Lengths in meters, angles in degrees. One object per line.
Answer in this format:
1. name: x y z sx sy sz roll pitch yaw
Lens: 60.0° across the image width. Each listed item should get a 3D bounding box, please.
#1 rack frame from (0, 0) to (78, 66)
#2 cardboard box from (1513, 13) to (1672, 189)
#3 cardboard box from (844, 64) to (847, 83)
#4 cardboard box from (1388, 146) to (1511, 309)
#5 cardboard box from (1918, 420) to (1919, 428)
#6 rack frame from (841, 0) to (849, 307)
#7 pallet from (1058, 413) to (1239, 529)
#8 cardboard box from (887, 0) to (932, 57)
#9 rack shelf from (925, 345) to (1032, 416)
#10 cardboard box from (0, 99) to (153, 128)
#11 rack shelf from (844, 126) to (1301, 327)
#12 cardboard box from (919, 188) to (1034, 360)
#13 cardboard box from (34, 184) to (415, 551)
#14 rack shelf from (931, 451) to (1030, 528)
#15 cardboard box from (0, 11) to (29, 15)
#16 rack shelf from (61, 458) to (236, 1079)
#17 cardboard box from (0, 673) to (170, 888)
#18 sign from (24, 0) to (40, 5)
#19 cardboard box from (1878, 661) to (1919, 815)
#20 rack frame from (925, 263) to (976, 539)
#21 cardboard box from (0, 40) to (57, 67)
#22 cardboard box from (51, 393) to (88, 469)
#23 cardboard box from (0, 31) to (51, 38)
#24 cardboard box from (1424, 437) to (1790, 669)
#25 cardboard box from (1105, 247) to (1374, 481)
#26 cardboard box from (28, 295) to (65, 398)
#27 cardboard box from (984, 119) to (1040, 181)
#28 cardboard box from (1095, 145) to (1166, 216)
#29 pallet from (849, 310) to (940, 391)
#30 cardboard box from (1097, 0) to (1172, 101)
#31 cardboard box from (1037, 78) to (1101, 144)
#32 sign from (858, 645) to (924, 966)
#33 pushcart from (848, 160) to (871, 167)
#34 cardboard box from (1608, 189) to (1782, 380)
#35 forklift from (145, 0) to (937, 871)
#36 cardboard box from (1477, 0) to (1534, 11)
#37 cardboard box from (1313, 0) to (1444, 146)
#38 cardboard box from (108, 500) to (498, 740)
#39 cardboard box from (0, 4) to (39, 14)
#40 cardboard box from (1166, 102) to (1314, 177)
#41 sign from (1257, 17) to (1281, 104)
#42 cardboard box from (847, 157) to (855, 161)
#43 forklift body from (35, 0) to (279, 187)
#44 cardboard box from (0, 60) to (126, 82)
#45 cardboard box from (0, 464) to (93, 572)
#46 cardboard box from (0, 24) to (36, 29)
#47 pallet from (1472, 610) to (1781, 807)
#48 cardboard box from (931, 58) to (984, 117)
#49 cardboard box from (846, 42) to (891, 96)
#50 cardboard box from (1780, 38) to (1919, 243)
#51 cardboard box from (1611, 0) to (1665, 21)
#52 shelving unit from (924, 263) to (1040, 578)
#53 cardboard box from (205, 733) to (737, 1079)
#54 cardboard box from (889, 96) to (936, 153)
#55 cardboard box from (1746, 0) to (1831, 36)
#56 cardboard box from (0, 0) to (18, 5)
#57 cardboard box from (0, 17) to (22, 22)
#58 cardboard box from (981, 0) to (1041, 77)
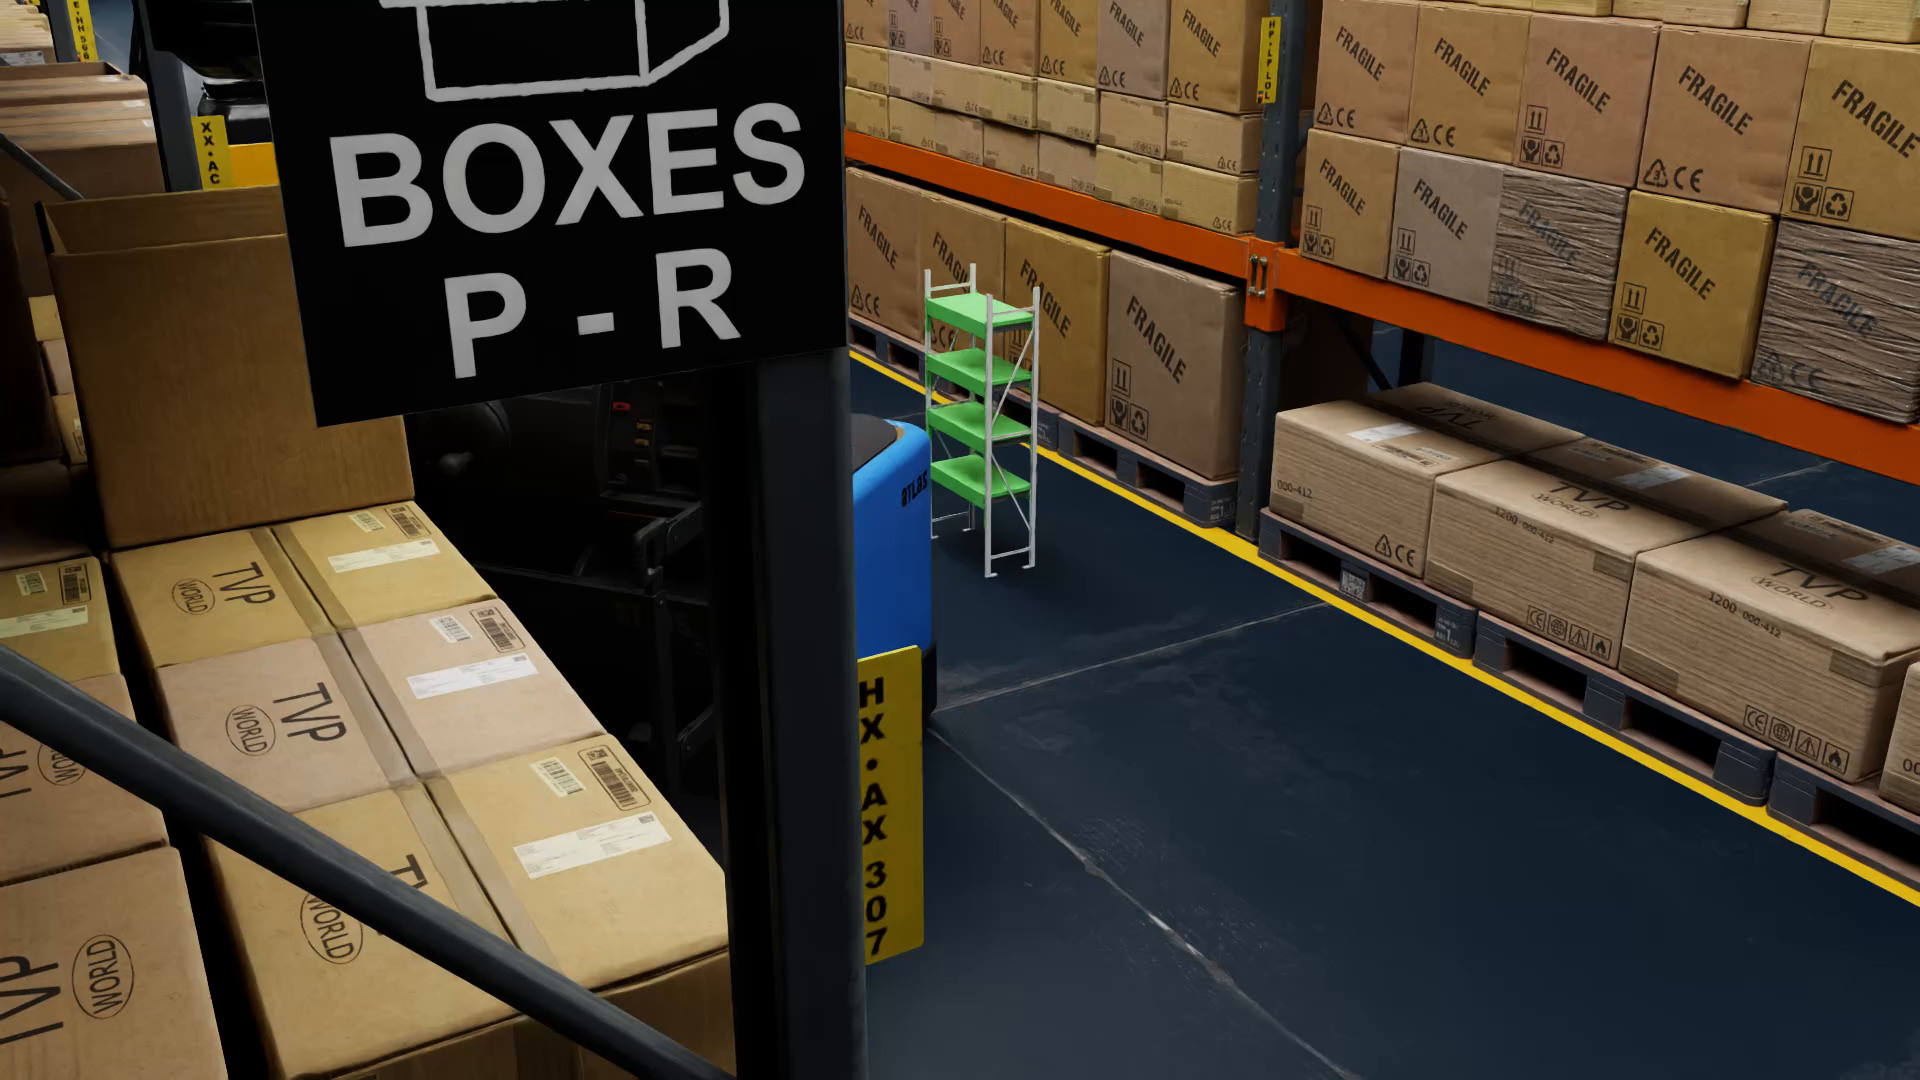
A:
1. rack frame: -4.632 -1.828 7.826 1.000 3.000 0.127 -13 25 -28
2. cardboard box: 2.216 -1.466 5.473 0.500 0.500 0.500 -12 25 -27
3. cardboard box: -0.737 -2.923 10.296 0.380 0.149 0.250 -12 25 -26
4. cardboard box: 1.945 -1.170 6.074 0.500 0.500 0.500 -12 25 -28
5. cardboard box: 3.002 -0.512 4.454 0.500 0.500 0.500 -13 26 -29
6. rack frame: -0.367 -2.784 10.178 1.000 3.000 0.127 -13 25 -28
7. pallet: 1.217 -0.433 8.097 1.003 0.211 1.213 -13 25 -28
8. cardboard box: -0.064 -2.929 9.072 0.500 0.500 0.500 -12 25 -28
9. rack shelf: 0.085 -0.665 6.887 0.258 0.148 0.480 -13 25 -28
10. cardboard box: -2.908 -1.142 5.446 0.700 0.500 0.500 -12 25 -28
11. rack shelf: 0.655 -1.804 8.721 1.077 0.370 4.000 -13 25 -28
12. cardboard box: 0.367 -1.466 9.198 0.875 0.875 0.875 -12 25 -28
13. cardboard box: -1.312 -0.339 2.969 0.500 0.500 0.500 -12 25 -27
14. rack shelf: 0.085 -0.221 7.068 0.258 0.148 0.480 -13 25 -28
15. cardboard box: -5.632 -2.994 9.700 0.380 0.149 0.250 -12 25 -28
16. rack shelf: -1.567 0.447 3.183 1.077 0.370 4.000 -13 25 -28
17. cardboard box: -1.271 0.428 2.079 0.500 0.250 0.500 -13 25 -28
18. sign: -6.214 -3.731 11.074 0.100 0.325 0.005 -13 25 -28
19. cardboard box: 3.297 0.603 4.689 0.875 0.438 0.875 -14 26 -30
20. rack frame: -0.040 -0.581 7.148 0.240 1.200 0.015 -13 25 -28
21. cardboard box: -4.542 -2.335 8.079 0.380 0.149 0.250 -12 25 -27
22. cardboard box: -1.607 -0.161 3.527 0.500 0.250 0.500 -13 25 -29
23. cardboard box: -4.833 -2.500 8.483 0.380 0.149 0.250 -12 25 -27
24. cardboard box: 2.363 0.016 6.133 0.875 0.438 0.875 -13 26 -30
25. cardboard box: 1.291 -0.885 7.770 0.875 0.875 0.875 -12 25 -27
26. cardboard box: -2.119 -0.484 4.323 0.500 0.250 0.500 -12 25 -27
27. cardboard box: 0.462 -2.015 8.485 0.500 0.250 0.500 -13 25 -28
28. cardboard box: 0.971 -1.682 7.665 0.500 0.250 0.500 -13 25 -29
29. pallet: -0.029 -1.223 10.040 1.003 0.211 1.213 -13 25 -28
30. cardboard box: 0.962 -2.262 7.431 0.500 0.500 0.500 -12 25 -27
31. cardboard box: 0.711 -2.075 7.967 0.500 0.250 0.500 -12 25 -27
32. sign: -0.079 0.256 1.549 0.100 0.325 0.005 -13 25 -28
33. pushcart: -0.476 -3.319 14.977 0.936 0.377 1.648 17 28 36
34. cardboard box: 2.456 -0.841 5.264 0.500 0.500 0.500 -12 25 -27
35. forklift: -1.076 -0.286 4.122 1.130 2.935 3.031 8 23 19
36. cardboard box: 2.000 -1.901 5.682 0.380 0.149 0.250 -13 25 -29
37. cardboard box: 1.711 -1.798 6.292 0.500 0.500 0.500 -12 25 -28
38. cardboard box: -1.065 0.168 2.720 0.500 0.250 0.500 -13 26 -29
39. cardboard box: -5.835 -3.173 10.141 0.380 0.149 0.250 -13 26 -30
40. cardboard box: 1.242 -1.748 7.163 0.500 0.250 0.500 -13 25 -28
41. sign: 1.215 -1.882 6.525 0.100 0.325 0.005 -13 25 -28
42. cardboard box: -0.895 -3.624 14.558 0.500 0.500 0.500 -13 25 -28
43. forklift body: -6.182 -3.762 13.711 2.313 2.155 1.214 -13 25 -28
44. cardboard box: -3.639 -1.578 6.515 0.797 0.503 0.637 -13 26 -29
45. cardboard box: -1.787 0.097 2.892 0.500 0.250 0.500 -13 25 -28
46. cardboard box: -5.131 -2.657 8.871 0.380 0.149 0.250 -12 25 -28
47. pallet: 2.625 0.459 5.902 1.003 0.211 1.213 -13 25 -28
48. cardboard box: 0.187 -2.404 8.777 0.500 0.250 0.500 -13 25 -28
49. cardboard box: -0.320 -2.735 9.592 0.500 0.250 0.500 -13 25 -29
50. cardboard box: 2.727 -1.139 4.669 0.500 0.500 0.500 -13 25 -29
51. cardboard box: 2.310 -1.744 5.296 0.380 0.149 0.250 -13 25 -28
52. shelving unit: 0.085 -0.502 6.954 0.258 1.200 0.503 -13 25 -28
53. cardboard box: -0.546 0.494 1.916 0.500 0.250 0.500 -12 25 -28
54. cardboard box: -0.056 -2.345 9.297 0.500 0.250 0.500 -13 26 -30
55. cardboard box: 2.547 -1.574 4.877 0.380 0.149 0.250 -12 25 -27
56. cardboard box: -6.163 -3.322 10.507 0.380 0.149 0.250 -13 26 -29
57. cardboard box: -5.426 -2.817 9.263 0.380 0.149 0.250 -13 25 -28
58. cardboard box: 0.442 -2.594 8.249 0.500 0.500 0.500 -12 25 -27
